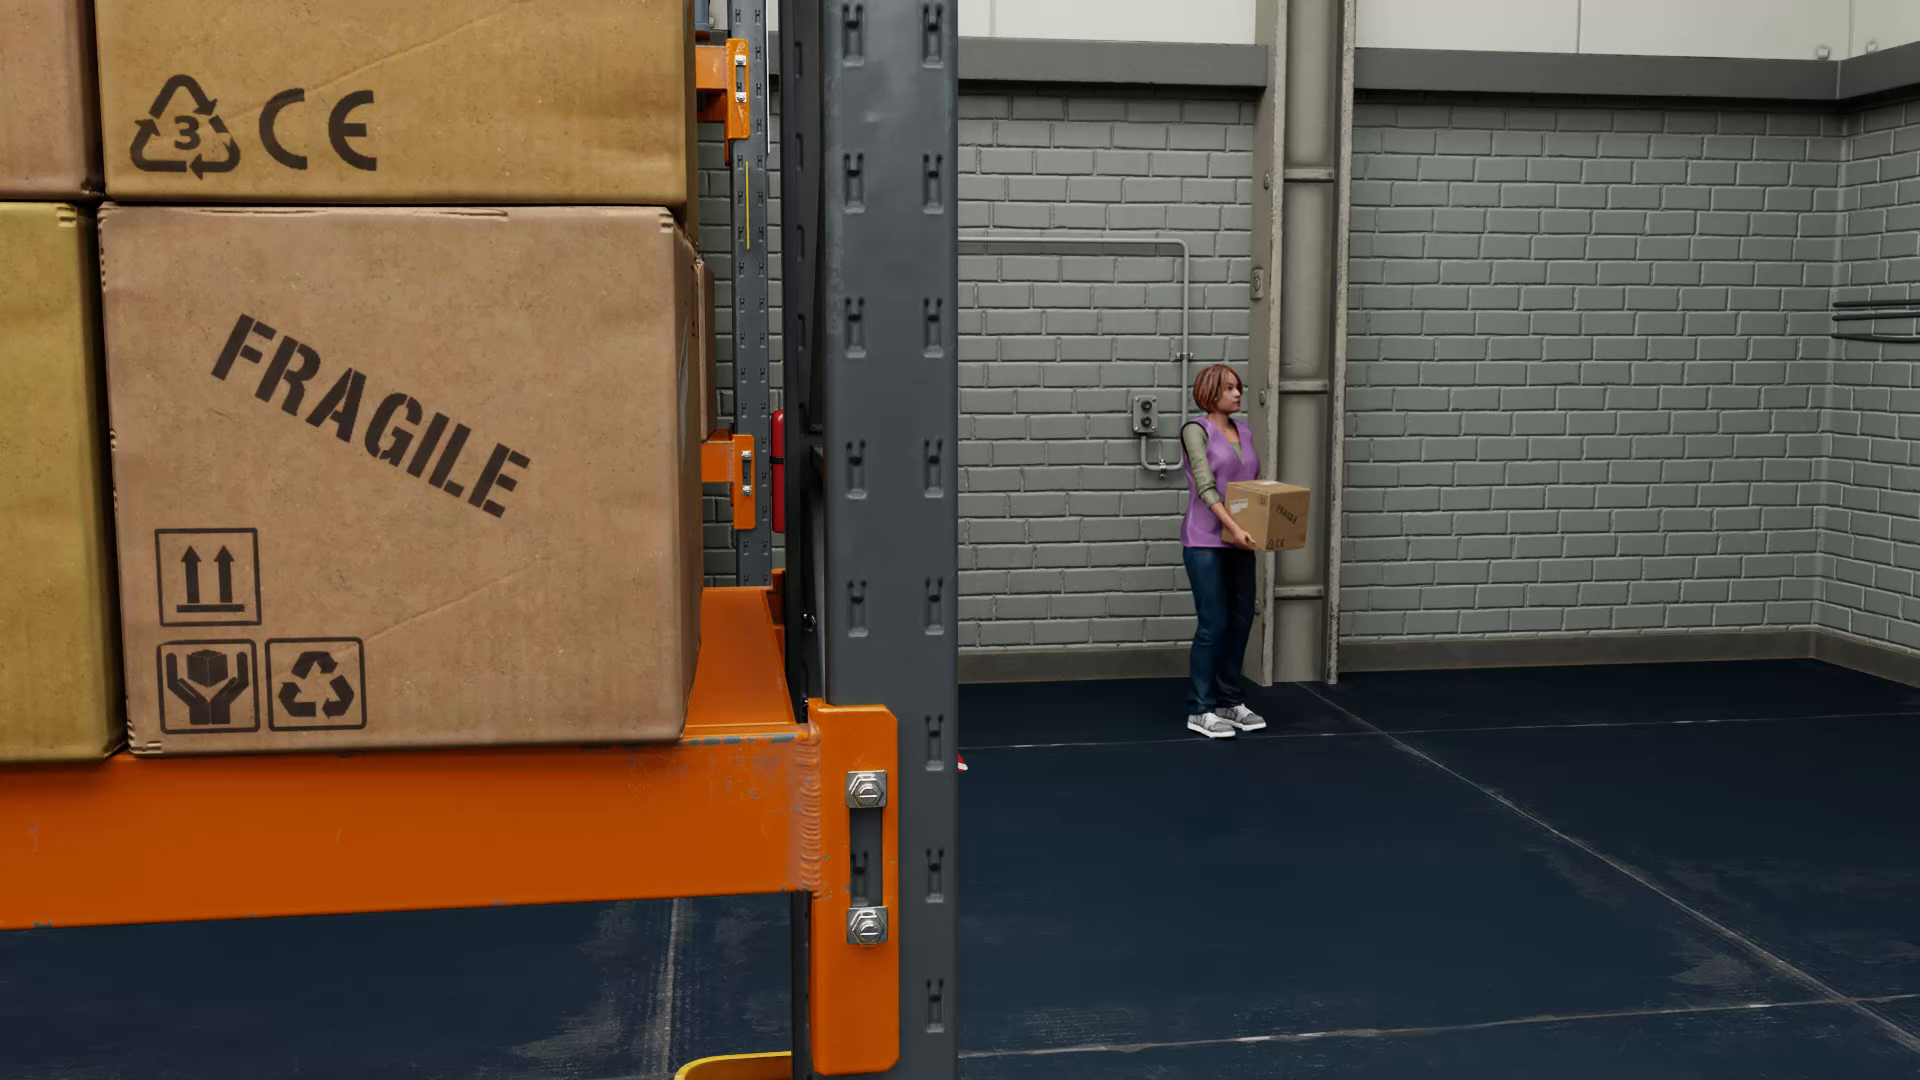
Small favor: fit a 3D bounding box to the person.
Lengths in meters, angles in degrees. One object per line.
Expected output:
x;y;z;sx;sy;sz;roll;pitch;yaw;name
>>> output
1.183;0.056;7.148;0.412;1.570;0.488;-5;8;-37;person
